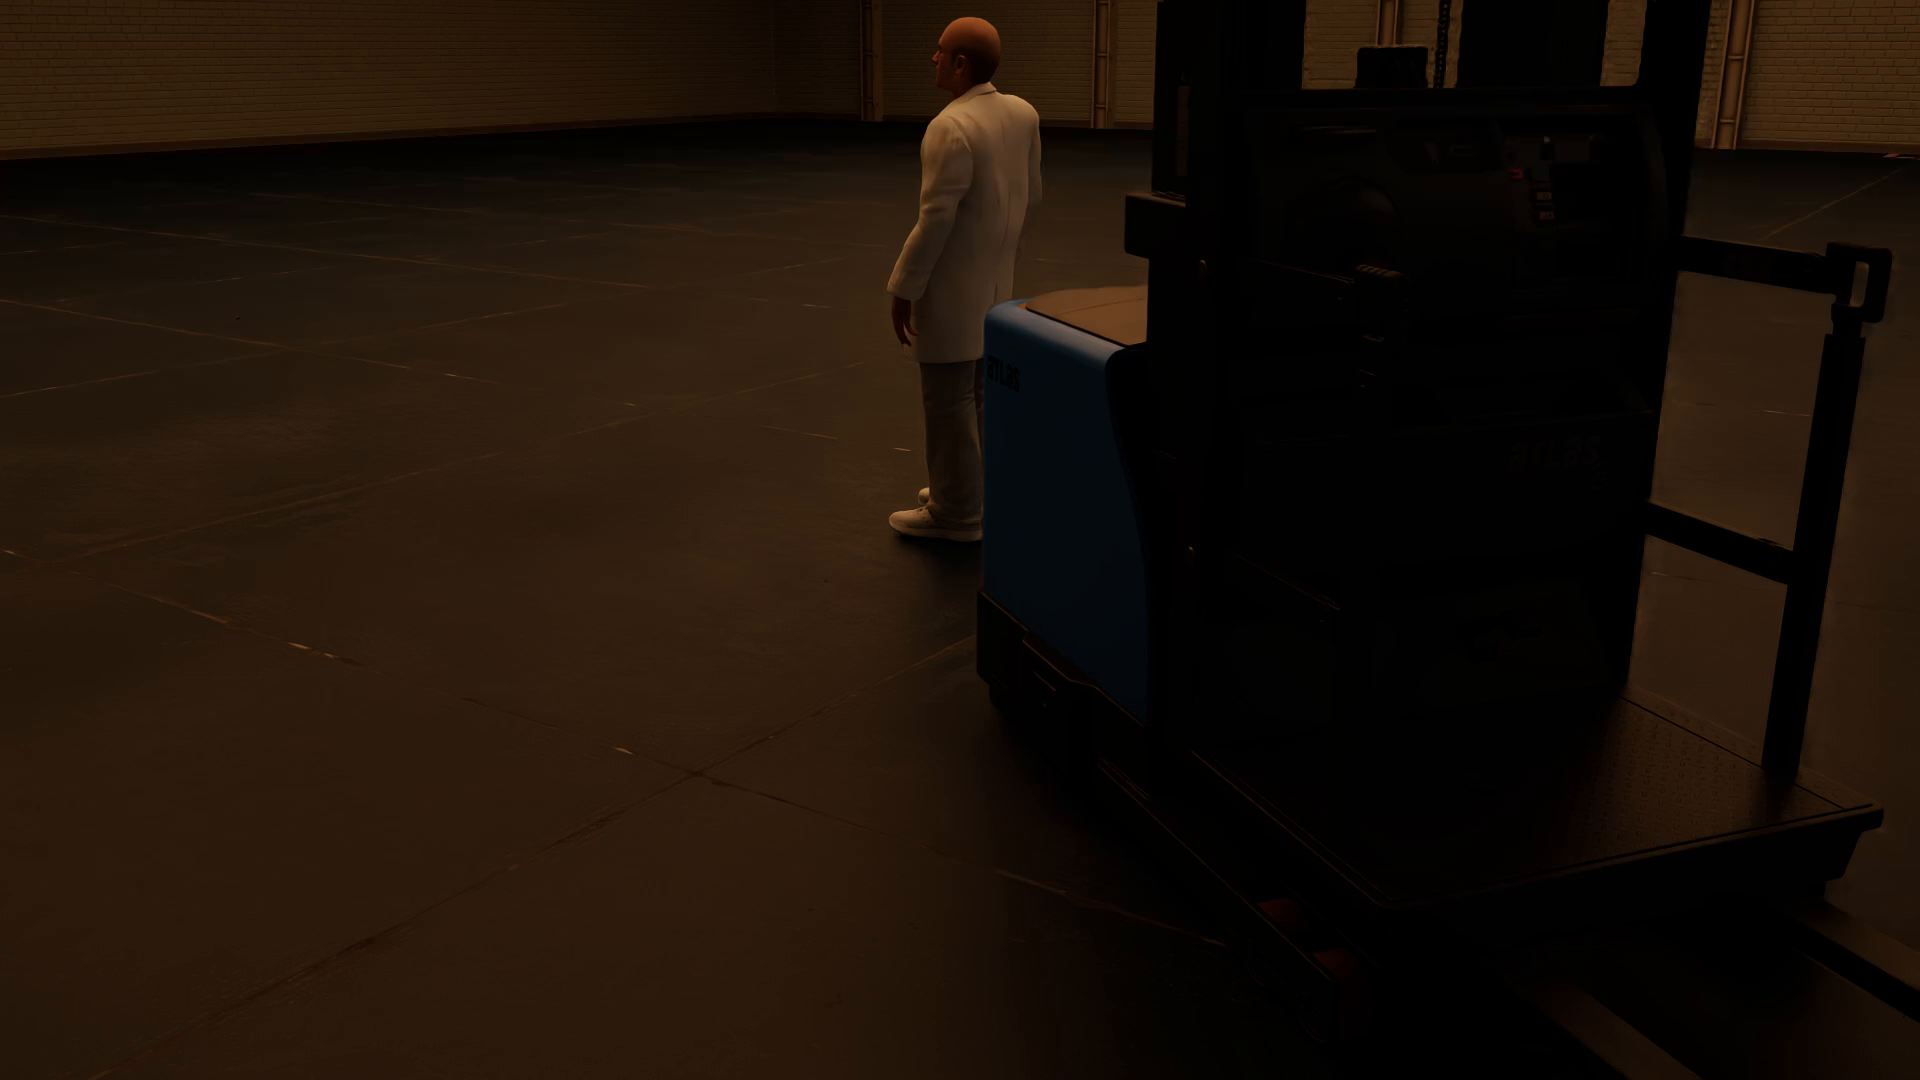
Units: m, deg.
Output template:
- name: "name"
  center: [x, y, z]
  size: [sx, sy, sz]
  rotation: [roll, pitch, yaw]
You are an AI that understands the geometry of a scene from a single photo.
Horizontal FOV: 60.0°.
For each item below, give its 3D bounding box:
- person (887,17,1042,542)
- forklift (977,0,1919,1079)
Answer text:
- name: "person"
  center: [-0.072, -0.874, 5.744]
  size: [0.581, 1.776, 0.694]
  rotation: [11, 20, 33]
- name: "forklift"
  center: [1.034, -0.643, 2.983]
  size: [1.130, 2.935, 3.031]
  rotation: [-6, 18, -19]
